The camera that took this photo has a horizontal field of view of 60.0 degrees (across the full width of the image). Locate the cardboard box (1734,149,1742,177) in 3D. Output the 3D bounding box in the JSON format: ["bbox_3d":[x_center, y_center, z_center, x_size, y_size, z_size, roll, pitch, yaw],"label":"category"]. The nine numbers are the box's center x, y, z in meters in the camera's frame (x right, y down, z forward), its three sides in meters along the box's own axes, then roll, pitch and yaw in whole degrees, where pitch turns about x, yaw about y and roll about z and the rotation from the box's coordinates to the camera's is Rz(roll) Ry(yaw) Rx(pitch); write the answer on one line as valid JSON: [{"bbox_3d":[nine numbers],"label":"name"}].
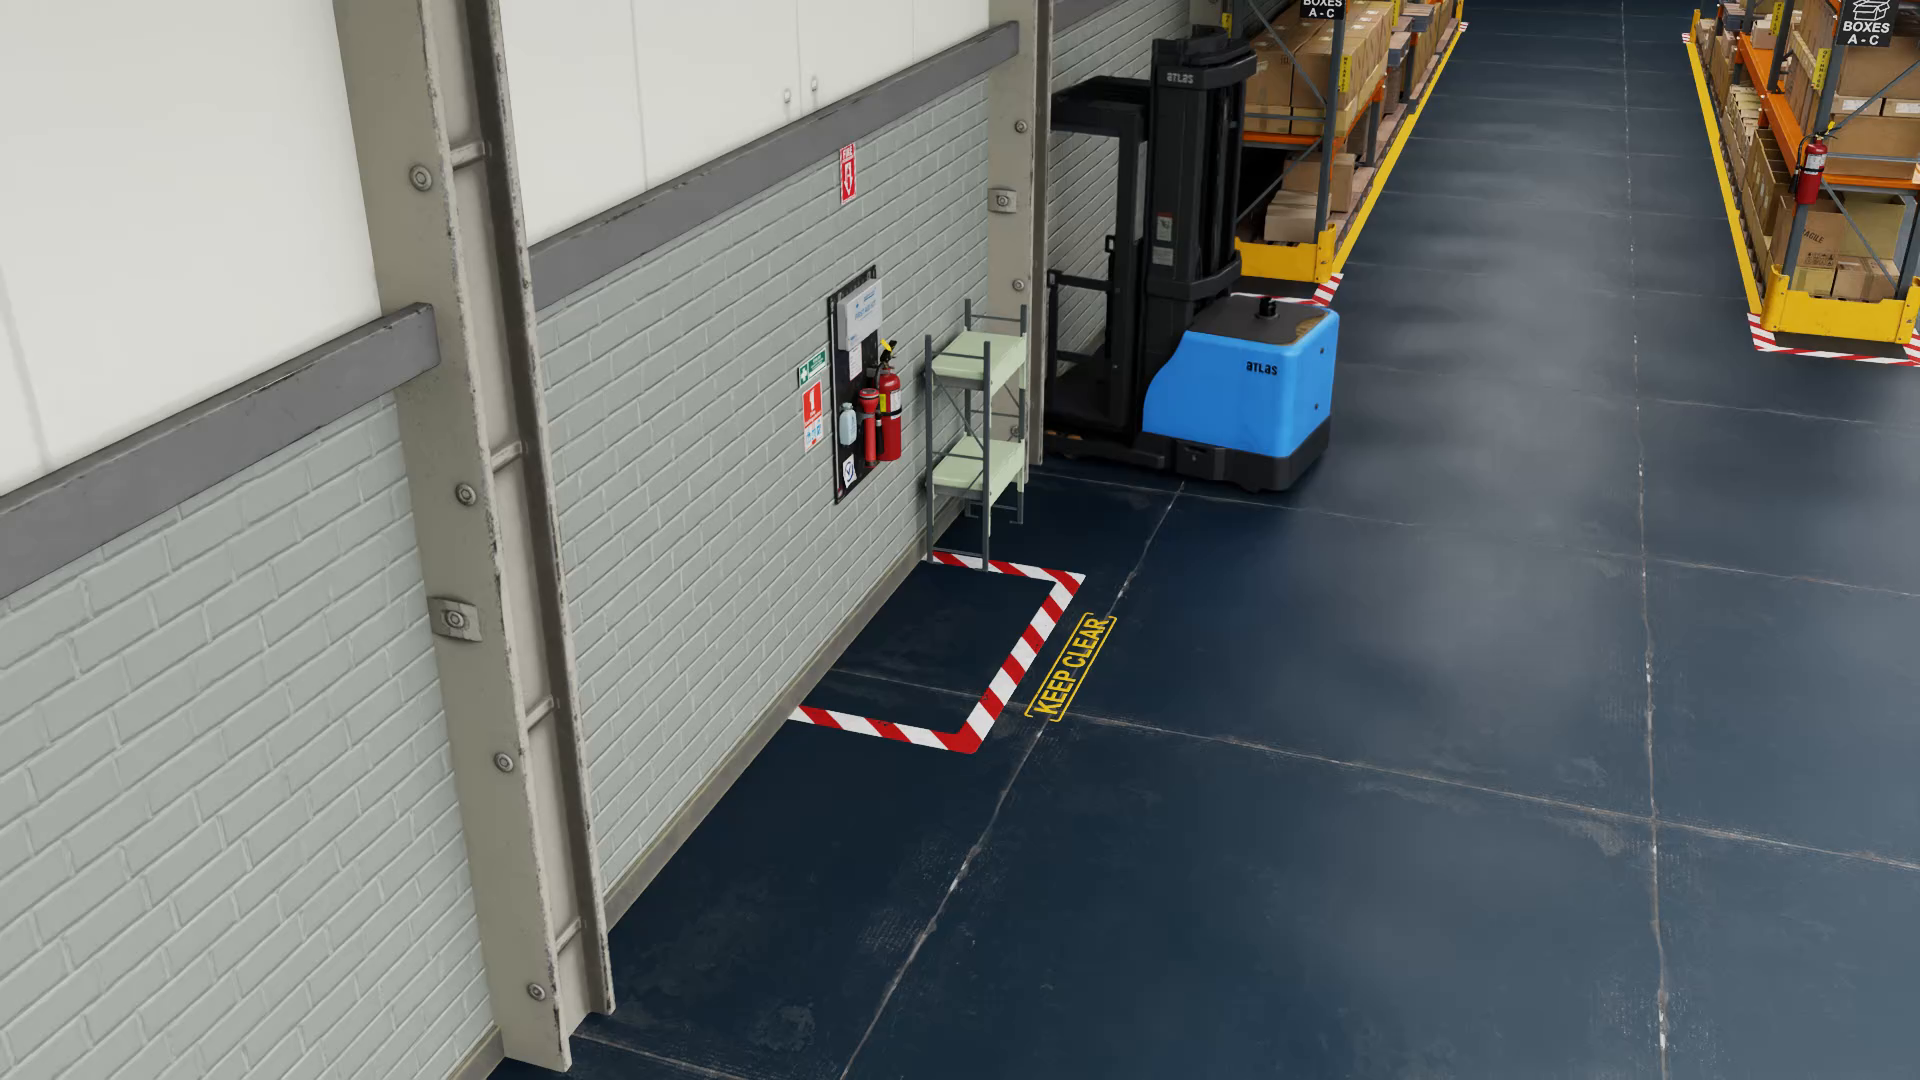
[{"bbox_3d":[8.998,-4.198,18.652,0.500,0.250,0.500,8,27,17],"label":"cardboard box"}]

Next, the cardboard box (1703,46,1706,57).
[{"bbox_3d":[11.616,-7.467,25.497,0.380,0.149,0.250,9,27,17],"label":"cardboard box"}]

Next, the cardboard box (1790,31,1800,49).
[{"bbox_3d":[8.691,-5.081,16.943,0.380,0.149,0.250,9,27,17],"label":"cardboard box"}]

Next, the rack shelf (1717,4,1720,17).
[{"bbox_3d":[12.291,-8.612,25.921,1.077,0.370,4.000,9,27,17],"label":"rack shelf"}]

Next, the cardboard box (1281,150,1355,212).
[{"bbox_3d":[3.756,-3.772,17.463,0.700,0.500,0.500,7,27,14],"label":"cardboard box"}]

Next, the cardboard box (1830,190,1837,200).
[{"bbox_3d":[8.339,-3.073,15.468,0.500,0.500,0.500,9,27,17],"label":"cardboard box"}]

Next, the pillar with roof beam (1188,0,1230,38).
[{"bbox_3d":[6.436,-6.389,13.619,9.100,9.000,0.400,9,27,17],"label":"pillar with roof beam"}]

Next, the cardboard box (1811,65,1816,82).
[{"bbox_3d":[8.009,-4.237,15.199,0.380,0.149,0.250,10,27,19],"label":"cardboard box"}]

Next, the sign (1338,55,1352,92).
[{"bbox_3d":[3.471,-4.211,15.011,0.100,0.325,0.005,9,27,17],"label":"sign"}]

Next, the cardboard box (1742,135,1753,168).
[{"bbox_3d":[8.828,-4.238,18.092,0.500,0.311,0.500,9,27,17],"label":"cardboard box"}]

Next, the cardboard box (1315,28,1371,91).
[{"bbox_3d":[3.754,-4.744,16.395,0.500,0.500,0.500,8,27,16],"label":"cardboard box"}]

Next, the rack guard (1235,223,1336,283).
[{"bbox_3d":[2.985,-2.806,15.971,1.175,0.500,0.348,9,27,17],"label":"rack guard"}]

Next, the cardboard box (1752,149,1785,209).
[{"bbox_3d":[8.181,-3.559,16.472,0.500,0.500,0.500,9,27,17],"label":"cardboard box"}]

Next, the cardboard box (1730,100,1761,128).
[{"bbox_3d":[9.504,-5.075,19.820,0.500,0.311,0.500,8,27,16],"label":"cardboard box"}]

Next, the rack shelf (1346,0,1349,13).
[{"bbox_3d":[3.625,-5.748,16.563,1.077,0.370,4.000,9,27,17],"label":"rack shelf"}]

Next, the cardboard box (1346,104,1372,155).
[{"bbox_3d":[4.520,-4.921,19.836,0.700,0.500,0.500,10,27,19],"label":"cardboard box"}]

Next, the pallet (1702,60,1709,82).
[{"bbox_3d":[11.855,-7.141,25.257,1.003,0.211,1.213,9,27,17],"label":"pallet"}]

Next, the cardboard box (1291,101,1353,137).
[{"bbox_3d":[3.421,-3.996,15.709,0.500,0.250,0.500,8,27,16],"label":"cardboard box"}]

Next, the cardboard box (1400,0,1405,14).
[{"bbox_3d":[5.314,-7.002,21.150,0.700,0.500,0.500,6,27,13],"label":"cardboard box"}]

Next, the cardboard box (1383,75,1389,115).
[{"bbox_3d":[5.150,-5.762,21.572,0.700,0.500,0.500,9,27,17],"label":"cardboard box"}]

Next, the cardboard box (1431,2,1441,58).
[{"bbox_3d":[6.859,-7.766,25.333,0.750,0.750,0.750,9,27,18],"label":"cardboard box"}]

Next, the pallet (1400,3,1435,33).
[{"bbox_3d":[5.485,-6.793,21.557,1.213,0.211,1.003,9,27,17],"label":"pallet"}]

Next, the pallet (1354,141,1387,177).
[{"bbox_3d":[4.548,-4.609,20.026,1.003,0.211,1.213,9,27,17],"label":"pallet"}]

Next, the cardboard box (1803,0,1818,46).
[{"bbox_3d":[8.655,-5.064,16.164,0.700,0.500,0.500,9,27,17],"label":"cardboard box"}]

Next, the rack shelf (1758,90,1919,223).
[{"bbox_3d":[8.298,-3.681,15.736,1.077,0.370,4.000,9,27,17],"label":"rack shelf"}]

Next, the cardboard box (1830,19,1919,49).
[{"bbox_3d":[7.987,-4.240,14.462,0.700,0.500,0.500,8,27,16],"label":"cardboard box"}]

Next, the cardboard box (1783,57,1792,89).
[{"bbox_3d":[9.086,-4.968,17.740,0.500,0.250,0.500,11,28,21],"label":"cardboard box"}]

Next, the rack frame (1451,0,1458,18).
[{"bbox_3d":[8.284,-10.475,28.942,1.000,3.000,0.127,9,27,17],"label":"rack frame"}]

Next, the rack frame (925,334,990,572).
[{"bbox_3d":[-0.015,-0.507,10.075,0.400,1.500,0.023,9,27,17],"label":"rack frame"}]

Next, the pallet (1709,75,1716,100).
[{"bbox_3d":[11.390,-6.519,23.973,1.003,0.211,1.213,9,27,17],"label":"pallet"}]

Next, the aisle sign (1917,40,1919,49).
[{"bbox_3d":[7.899,-4.281,13.168,0.394,0.787,0.004,9,27,17],"label":"aisle sign"}]

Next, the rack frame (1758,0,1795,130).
[{"bbox_3d":[8.963,-4.827,17.277,1.000,3.000,0.127,9,27,17],"label":"rack frame"}]

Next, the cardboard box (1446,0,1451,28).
[{"bbox_3d":[7.979,-9.031,28.347,0.700,0.500,0.500,9,27,17],"label":"cardboard box"}]

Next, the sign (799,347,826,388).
[{"bbox_3d":[-0.750,-0.880,8.476,0.001,0.109,0.331,9,27,17],"label":"sign"}]

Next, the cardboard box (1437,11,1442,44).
[{"bbox_3d":[7.298,-8.187,26.604,0.700,0.500,0.500,9,27,18],"label":"cardboard box"}]

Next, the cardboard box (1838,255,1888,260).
[{"bbox_3d":[8.183,-2.528,15.203,0.500,0.250,0.500,9,27,17],"label":"cardboard box"}]

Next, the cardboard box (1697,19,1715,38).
[{"bbox_3d":[12.342,-8.331,27.164,0.500,0.250,0.500,9,27,17],"label":"cardboard box"}]

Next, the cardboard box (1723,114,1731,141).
[{"bbox_3d":[9.677,-5.042,20.396,0.500,0.250,0.500,8,27,16],"label":"cardboard box"}]

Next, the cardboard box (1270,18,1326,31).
[{"bbox_3d":[3.428,-5.029,16.983,0.500,0.500,0.500,9,27,18],"label":"cardboard box"}]

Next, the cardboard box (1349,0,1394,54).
[{"bbox_3d":[4.425,-5.583,18.128,0.500,0.500,0.500,9,27,17],"label":"cardboard box"}]

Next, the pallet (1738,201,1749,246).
[{"bbox_3d":[8.659,-3.251,17.222,1.003,0.211,1.213,9,27,17],"label":"pallet"}]

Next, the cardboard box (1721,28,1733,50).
[{"bbox_3d":[10.902,-6.950,23.166,0.500,0.250,0.500,9,27,18],"label":"cardboard box"}]

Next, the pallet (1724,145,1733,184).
[{"bbox_3d":[9.576,-4.383,19.560,1.003,0.211,1.213,9,27,17],"label":"pallet"}]

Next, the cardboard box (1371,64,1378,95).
[{"bbox_3d":[4.092,-4.834,17.441,0.500,0.250,0.500,9,27,17],"label":"cardboard box"}]

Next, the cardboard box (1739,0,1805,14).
[{"bbox_3d":[10.398,-6.980,21.127,0.700,0.500,0.500,0,26,0],"label":"cardboard box"}]

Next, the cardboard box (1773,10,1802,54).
[{"bbox_3d":[9.751,-5.823,19.221,0.500,0.500,0.500,7,27,15],"label":"cardboard box"}]

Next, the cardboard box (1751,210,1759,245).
[{"bbox_3d":[8.020,-3.016,16.210,0.500,0.250,0.500,9,27,17],"label":"cardboard box"}]

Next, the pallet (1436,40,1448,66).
[{"bbox_3d":[7.280,-7.877,26.777,1.003,0.211,1.213,9,27,17],"label":"pallet"}]

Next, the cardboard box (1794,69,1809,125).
[{"bbox_3d":[8.481,-4.265,16.002,0.700,0.500,0.500,9,27,18],"label":"cardboard box"}]

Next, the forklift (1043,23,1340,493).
[{"bbox_3d":[1.125,-2.092,11.708,3.031,2.935,1.130,14,29,26],"label":"forklift"}]

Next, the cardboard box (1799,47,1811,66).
[{"bbox_3d":[8.352,-4.661,16.076,0.380,0.149,0.250,8,27,16],"label":"cardboard box"}]

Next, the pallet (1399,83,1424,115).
[{"bbox_3d":[5.955,-6.245,23.406,1.003,0.211,1.213,9,27,17],"label":"pallet"}]

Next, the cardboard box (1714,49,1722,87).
[{"bbox_3d":[10.894,-6.599,23.300,0.500,0.500,0.500,9,27,18],"label":"cardboard box"}]

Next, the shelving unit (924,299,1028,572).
[{"bbox_3d":[0.104,-0.657,10.387,0.431,1.500,0.755,9,27,17],"label":"shelving unit"}]
